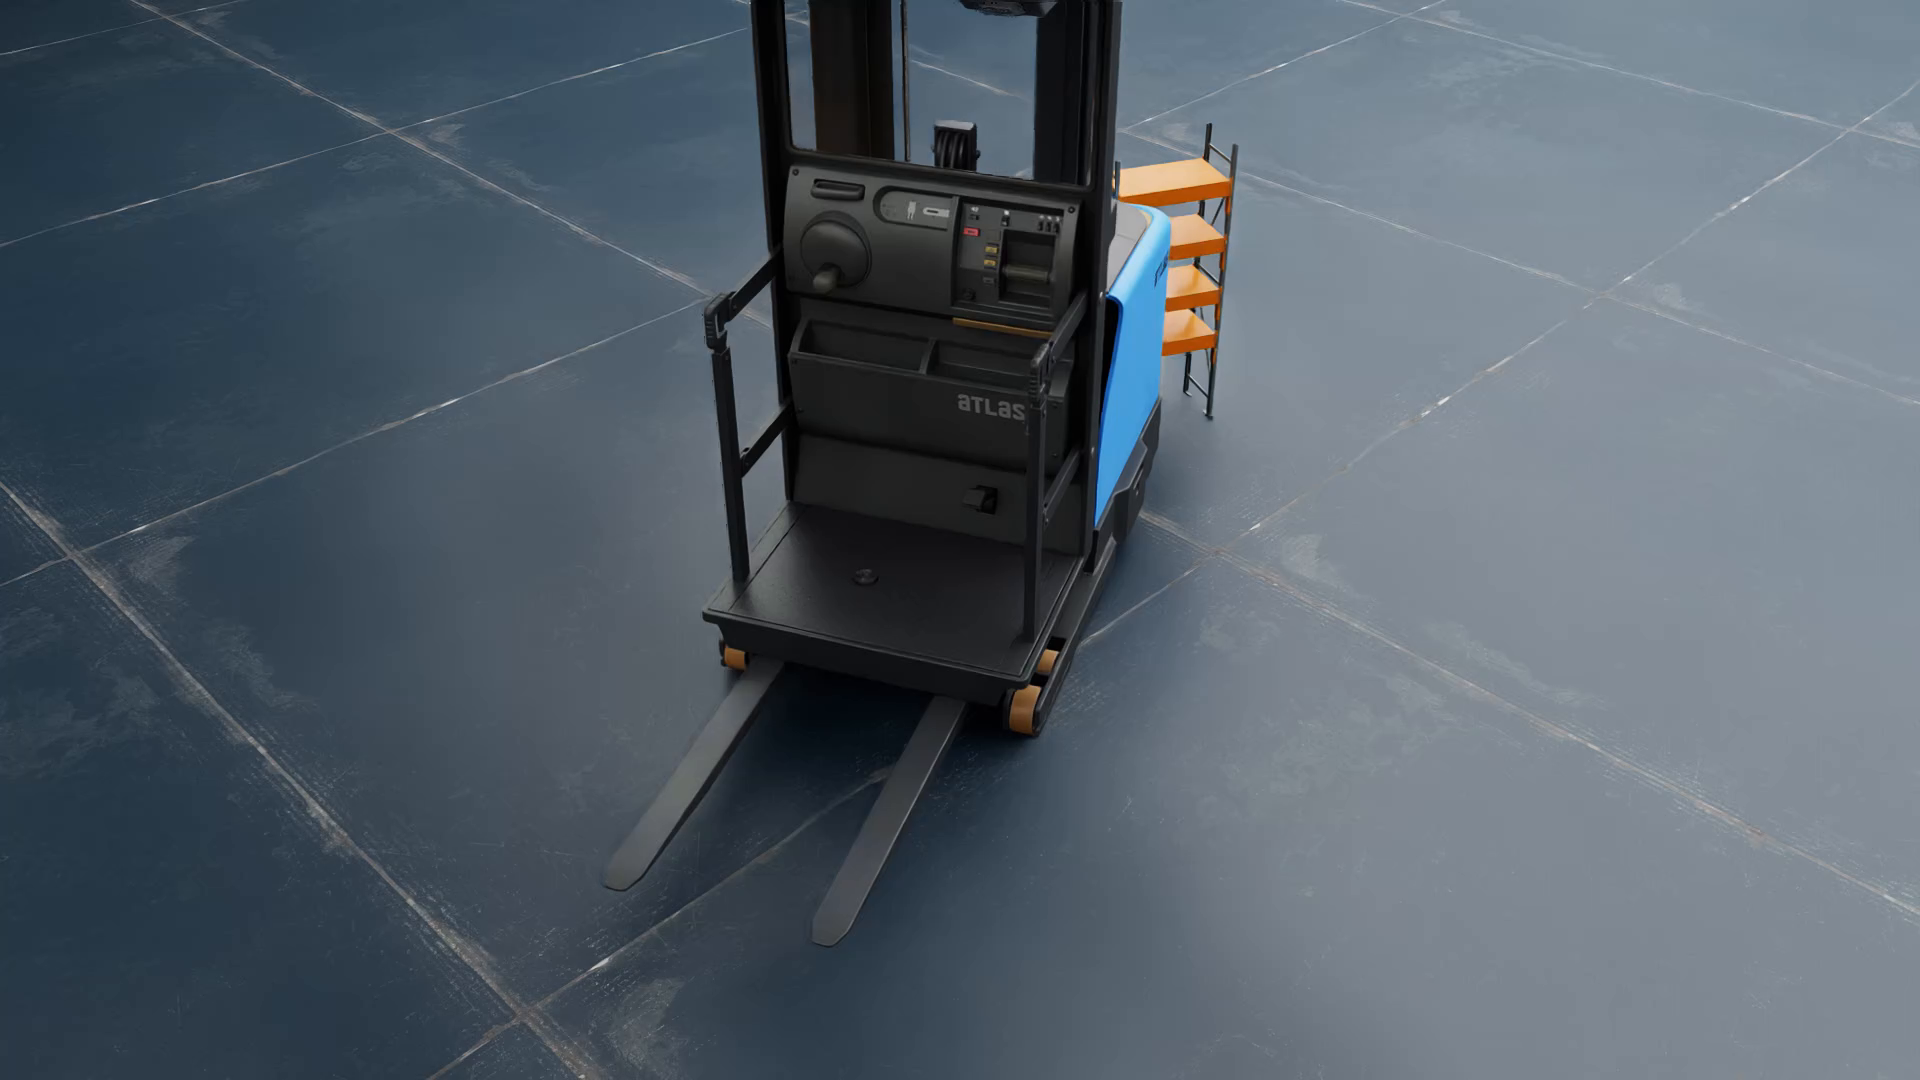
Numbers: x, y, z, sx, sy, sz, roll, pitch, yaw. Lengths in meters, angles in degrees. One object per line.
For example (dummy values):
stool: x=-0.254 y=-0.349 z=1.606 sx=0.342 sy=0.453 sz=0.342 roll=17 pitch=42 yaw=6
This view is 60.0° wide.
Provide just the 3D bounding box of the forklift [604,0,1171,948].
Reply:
forklift: x=-0.163 y=-0.838 z=4.890 sx=1.130 sy=2.935 sz=3.031 roll=11 pitch=36 yaw=15

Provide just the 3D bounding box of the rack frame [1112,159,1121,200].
rack frame: x=0.550 y=-0.978 z=6.603 sx=0.015 sy=1.200 sz=0.240 roll=-12 pitch=37 yaw=-16

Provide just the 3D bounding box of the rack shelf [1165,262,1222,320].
rack shelf: x=0.780 y=-0.970 z=6.709 sx=0.480 sy=0.148 sz=0.258 roll=-12 pitch=37 yaw=-16

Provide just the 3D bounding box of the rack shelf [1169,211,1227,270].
rack shelf: x=0.780 y=-1.153 z=6.581 sx=0.480 sy=0.148 sz=0.258 roll=-12 pitch=37 yaw=-16

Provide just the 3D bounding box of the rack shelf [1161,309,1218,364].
rack shelf: x=0.780 y=-0.807 z=6.823 sx=0.480 sy=0.148 sz=0.258 roll=-12 pitch=37 yaw=-16

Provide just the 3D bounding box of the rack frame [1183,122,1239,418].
rack frame: x=1.010 y=-1.072 z=6.738 sx=0.015 sy=1.200 sz=0.240 roll=-12 pitch=37 yaw=-16

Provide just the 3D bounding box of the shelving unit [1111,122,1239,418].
shelving unit: x=0.780 y=-1.025 z=6.671 sx=0.503 sy=1.200 sz=0.258 roll=-12 pitch=37 yaw=-16

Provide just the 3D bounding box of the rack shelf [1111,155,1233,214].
rack shelf: x=0.780 y=-1.347 z=6.446 sx=0.480 sy=0.148 sz=0.258 roll=-12 pitch=37 yaw=-16
